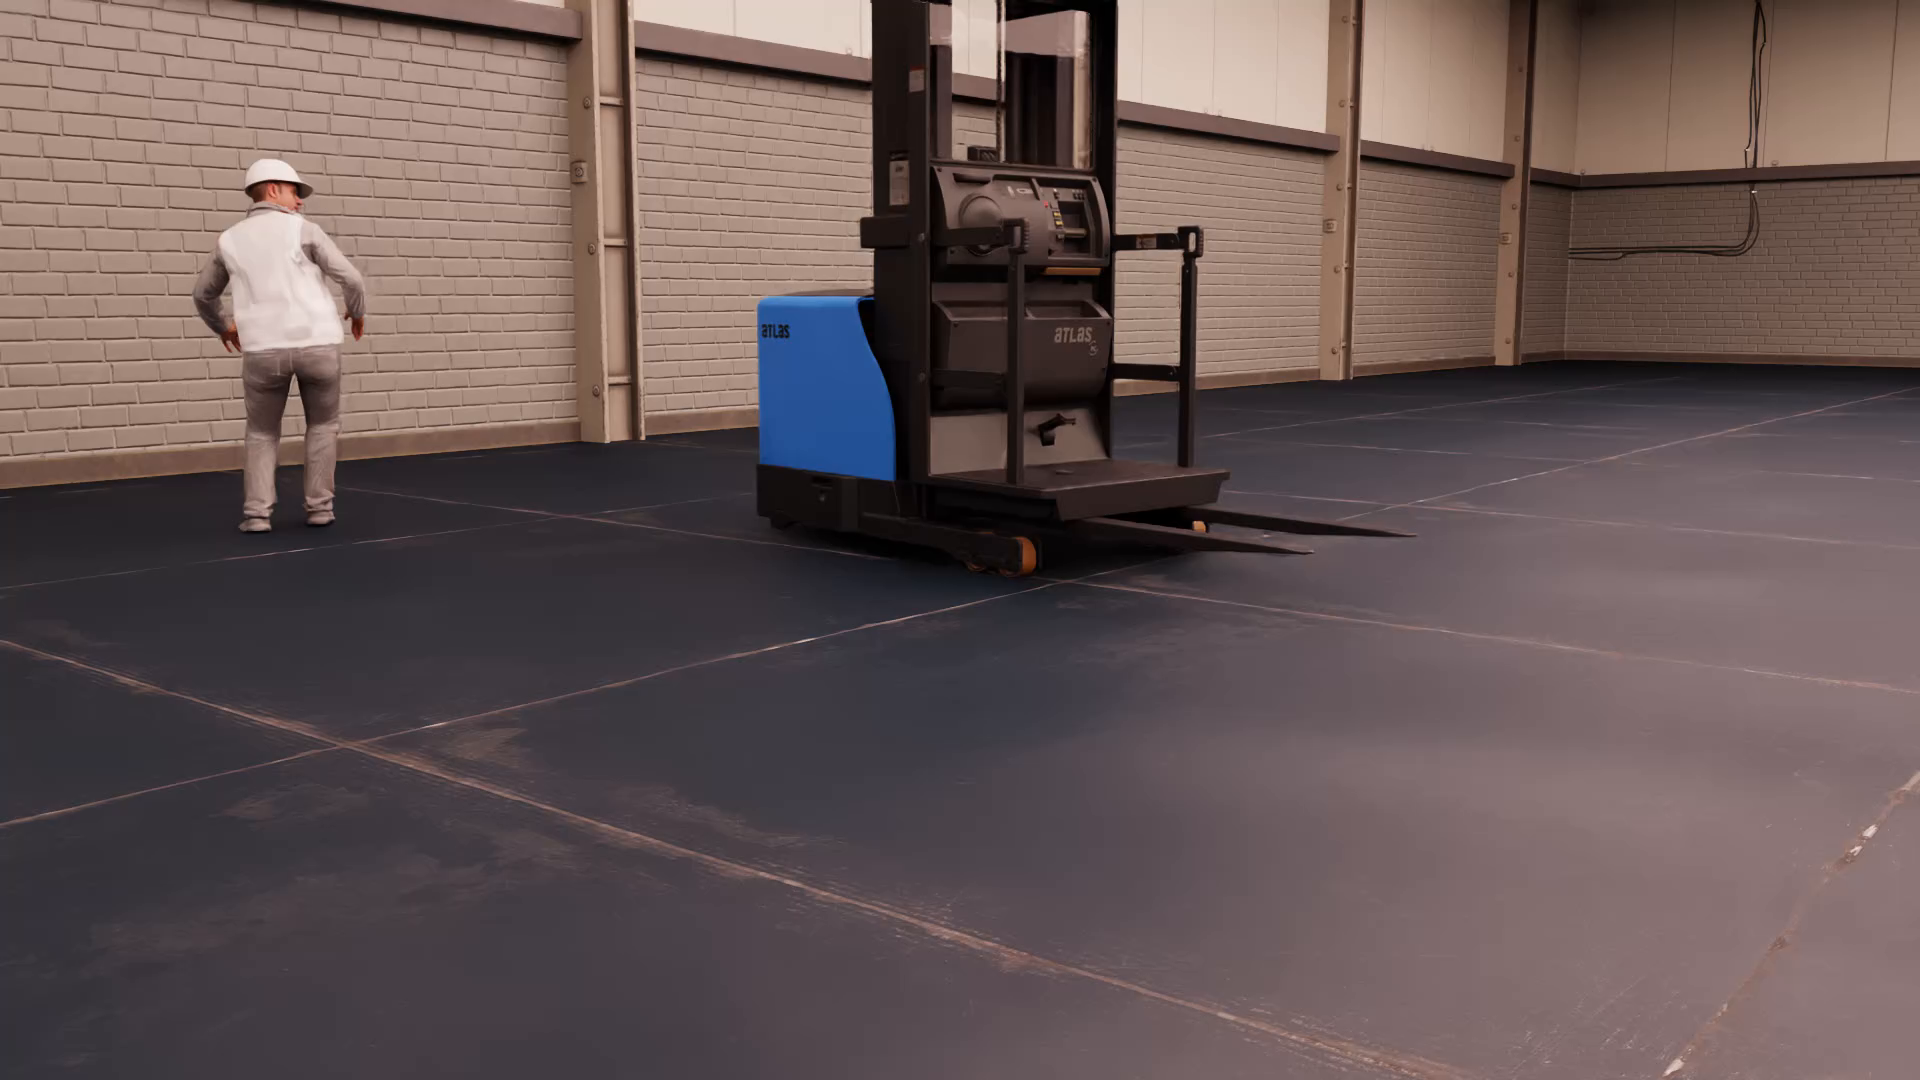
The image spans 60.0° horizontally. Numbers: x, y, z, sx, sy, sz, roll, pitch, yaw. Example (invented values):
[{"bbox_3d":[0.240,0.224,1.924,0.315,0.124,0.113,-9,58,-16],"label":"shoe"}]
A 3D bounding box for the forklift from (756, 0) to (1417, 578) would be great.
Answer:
[{"bbox_3d":[0.406,-1.384,6.741,1.130,2.935,3.031,-7,11,-41],"label":"forklift"}]

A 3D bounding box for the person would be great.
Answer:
[{"bbox_3d":[-3.146,-0.890,7.741,0.762,1.729,0.635,-2,9,-12],"label":"person"}]
